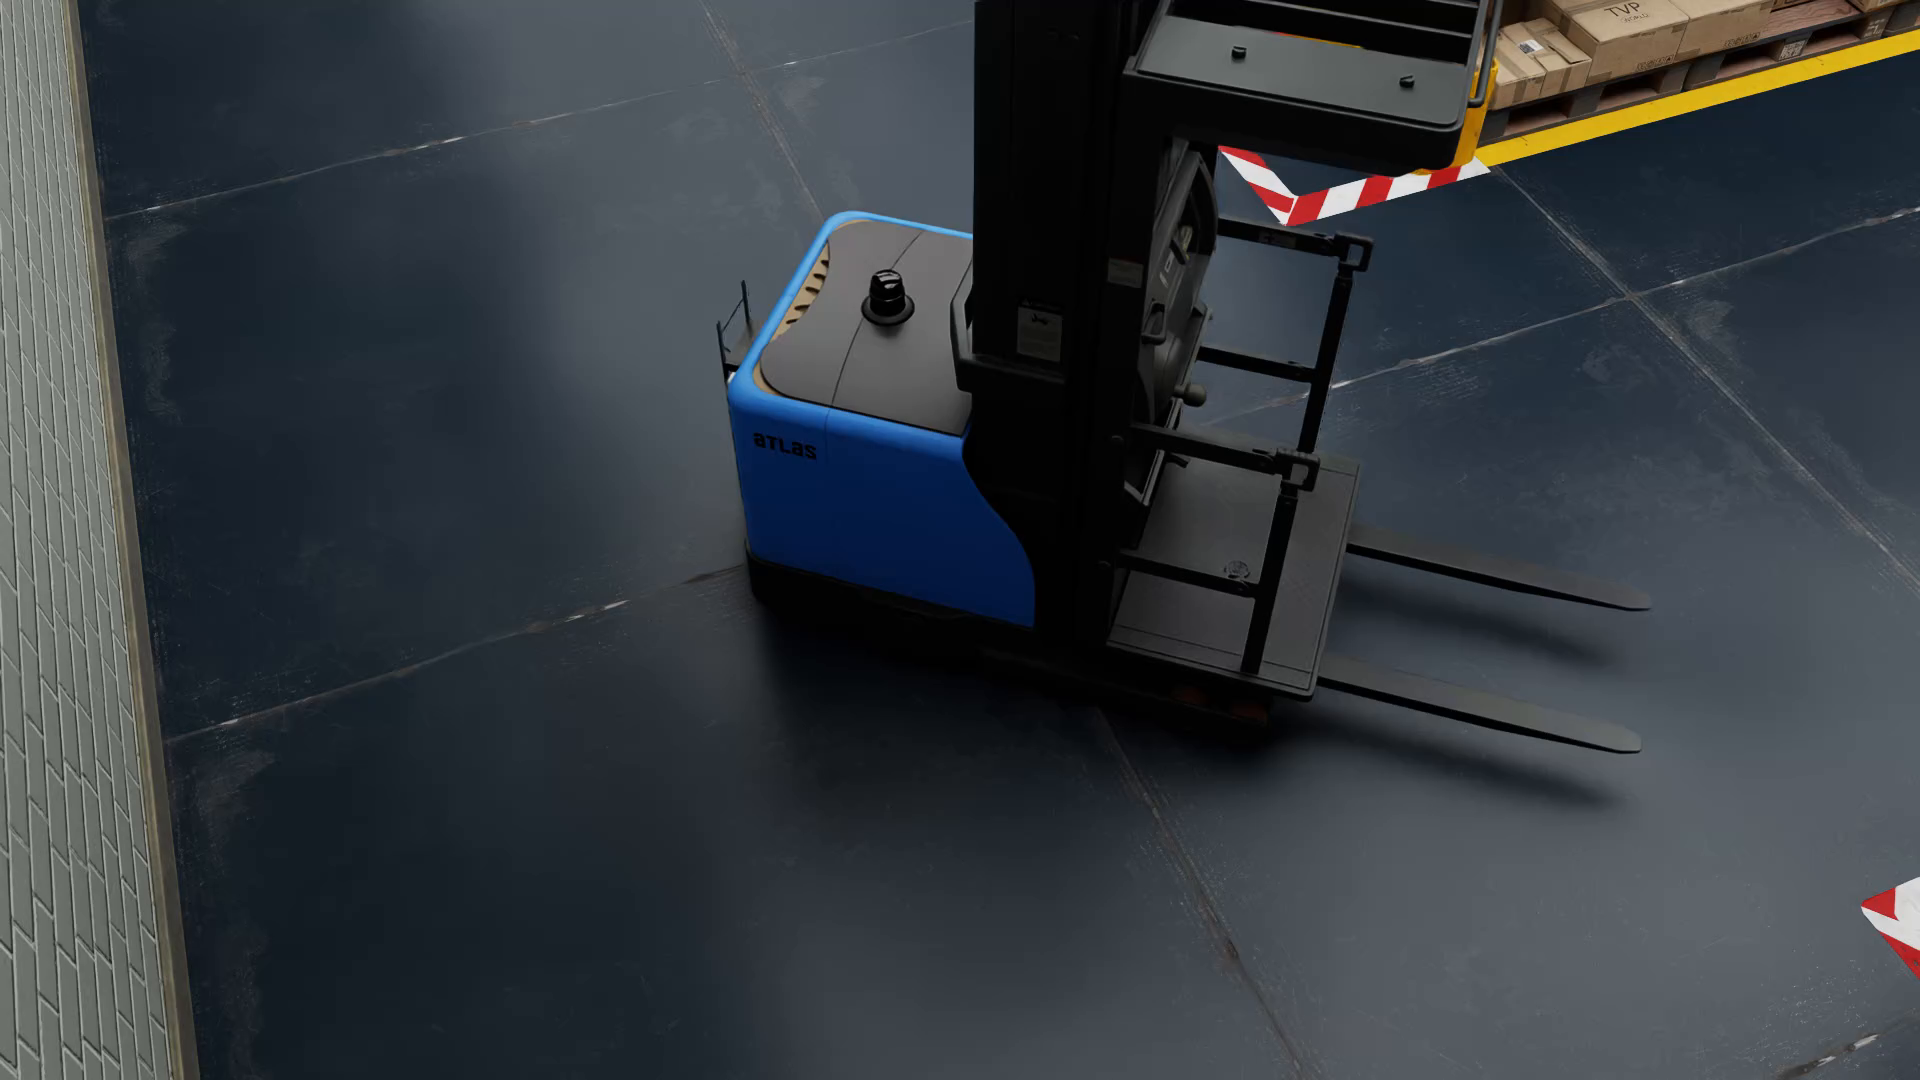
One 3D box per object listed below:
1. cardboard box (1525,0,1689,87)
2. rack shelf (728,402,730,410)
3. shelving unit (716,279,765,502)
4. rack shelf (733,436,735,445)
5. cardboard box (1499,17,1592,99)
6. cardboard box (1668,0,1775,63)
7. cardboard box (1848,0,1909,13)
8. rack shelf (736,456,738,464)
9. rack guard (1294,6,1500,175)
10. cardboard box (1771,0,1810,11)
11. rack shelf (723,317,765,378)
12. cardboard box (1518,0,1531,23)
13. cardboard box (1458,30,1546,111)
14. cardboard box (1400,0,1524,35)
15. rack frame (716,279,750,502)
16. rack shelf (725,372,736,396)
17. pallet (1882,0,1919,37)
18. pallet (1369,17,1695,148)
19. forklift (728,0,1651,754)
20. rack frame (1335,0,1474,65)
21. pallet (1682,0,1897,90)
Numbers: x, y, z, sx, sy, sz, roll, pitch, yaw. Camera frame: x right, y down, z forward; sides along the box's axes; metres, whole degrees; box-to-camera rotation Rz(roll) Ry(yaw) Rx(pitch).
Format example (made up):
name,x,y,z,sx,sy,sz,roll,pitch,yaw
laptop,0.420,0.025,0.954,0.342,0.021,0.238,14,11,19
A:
name,x,y,z,sx,sy,sz,roll,pitch,yaw
cardboard box,3.019,-2.416,7.797,0.500,0.250,0.500,-17,52,-14
rack shelf,-0.688,-0.538,5.971,0.200,0.077,0.258,14,51,11
shelving unit,-0.688,-0.502,6.014,0.210,0.900,0.258,14,51,11
rack shelf,-0.688,-0.421,6.108,0.200,0.077,0.258,14,51,11
cardboard box,2.694,-2.239,7.700,0.250,0.166,0.380,-17,52,-14
cardboard box,3.482,-2.560,7.920,0.500,0.250,0.500,-17,52,-14
cardboard box,4.534,-2.905,8.177,0.500,0.311,0.500,-17,52,-14
rack shelf,-0.688,-0.363,6.176,0.200,0.077,0.258,14,51,11
rack guard,2.016,-2.276,7.802,0.348,0.500,1.175,-17,52,-14
cardboard box,3.911,-3.003,8.134,0.637,0.503,0.797,-17,52,-14
rack shelf,-0.688,-0.656,5.835,0.200,0.077,0.258,14,51,11
cardboard box,2.765,-2.671,8.070,0.250,0.166,0.380,-17,52,-14
cardboard box,2.463,-2.162,7.645,0.250,0.149,0.380,-17,52,-14
cardboard box,2.356,-2.726,7.898,0.500,0.500,0.500,-17,52,-14
rack frame,-0.785,-0.525,6.034,0.006,0.900,0.240,14,51,11
rack shelf,-0.688,-0.597,5.903,0.200,0.077,0.258,14,51,11
pallet,5.012,-3.111,8.709,1.213,0.211,1.003,-17,52,-14
pallet,2.754,-2.411,8.108,1.213,0.211,1.003,-17,52,-14
forklift,0.831,-0.724,4.866,3.031,2.935,1.130,14,51,11
rack frame,1.945,-3.068,6.834,0.127,3.000,1.000,-17,52,-14
pallet,3.881,-2.758,8.406,1.213,0.211,1.003,-17,52,-14
